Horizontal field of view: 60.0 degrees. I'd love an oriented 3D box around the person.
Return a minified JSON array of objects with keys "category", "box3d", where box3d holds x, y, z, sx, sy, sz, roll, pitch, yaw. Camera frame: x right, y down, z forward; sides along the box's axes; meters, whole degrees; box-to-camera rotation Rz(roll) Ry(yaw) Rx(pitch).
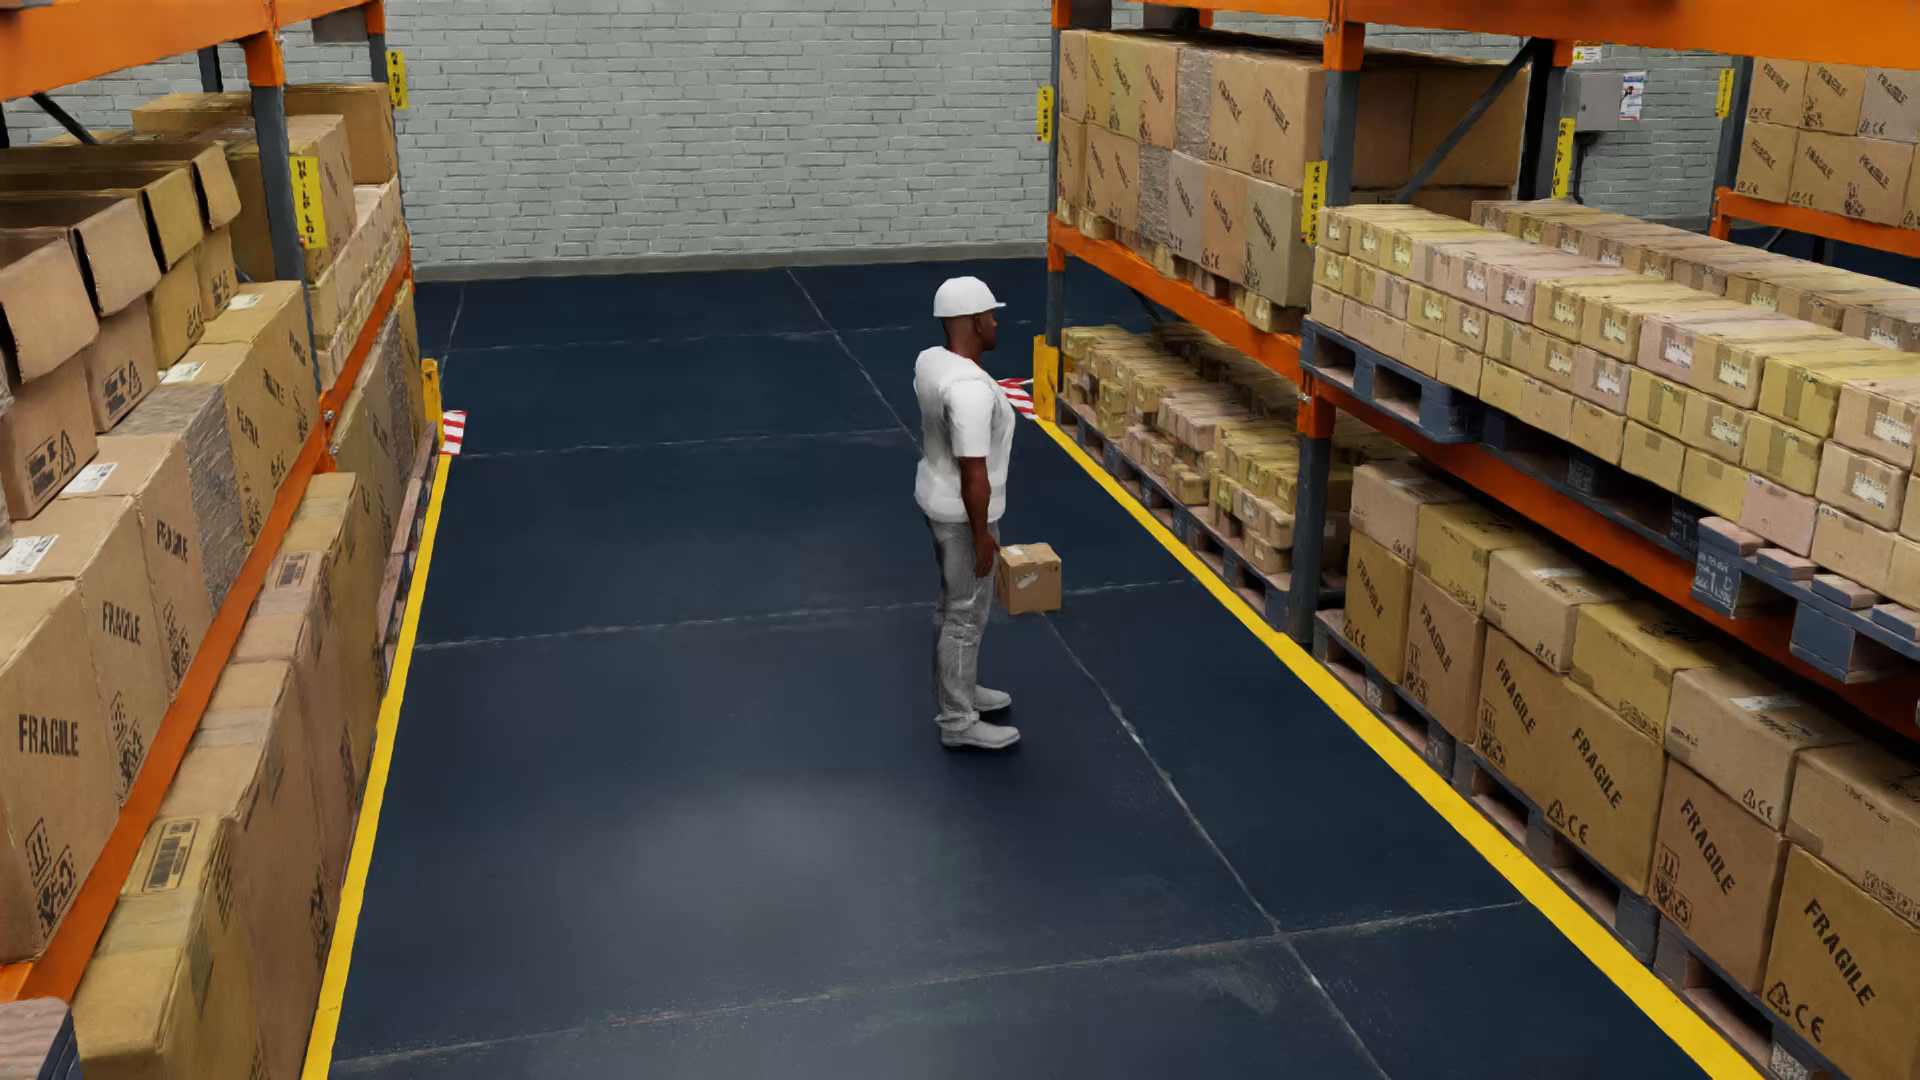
[{"category":"person","box3d":[0.039,-0.111,6.288,0.392,1.764,0.609,-5,20,-13]}]
